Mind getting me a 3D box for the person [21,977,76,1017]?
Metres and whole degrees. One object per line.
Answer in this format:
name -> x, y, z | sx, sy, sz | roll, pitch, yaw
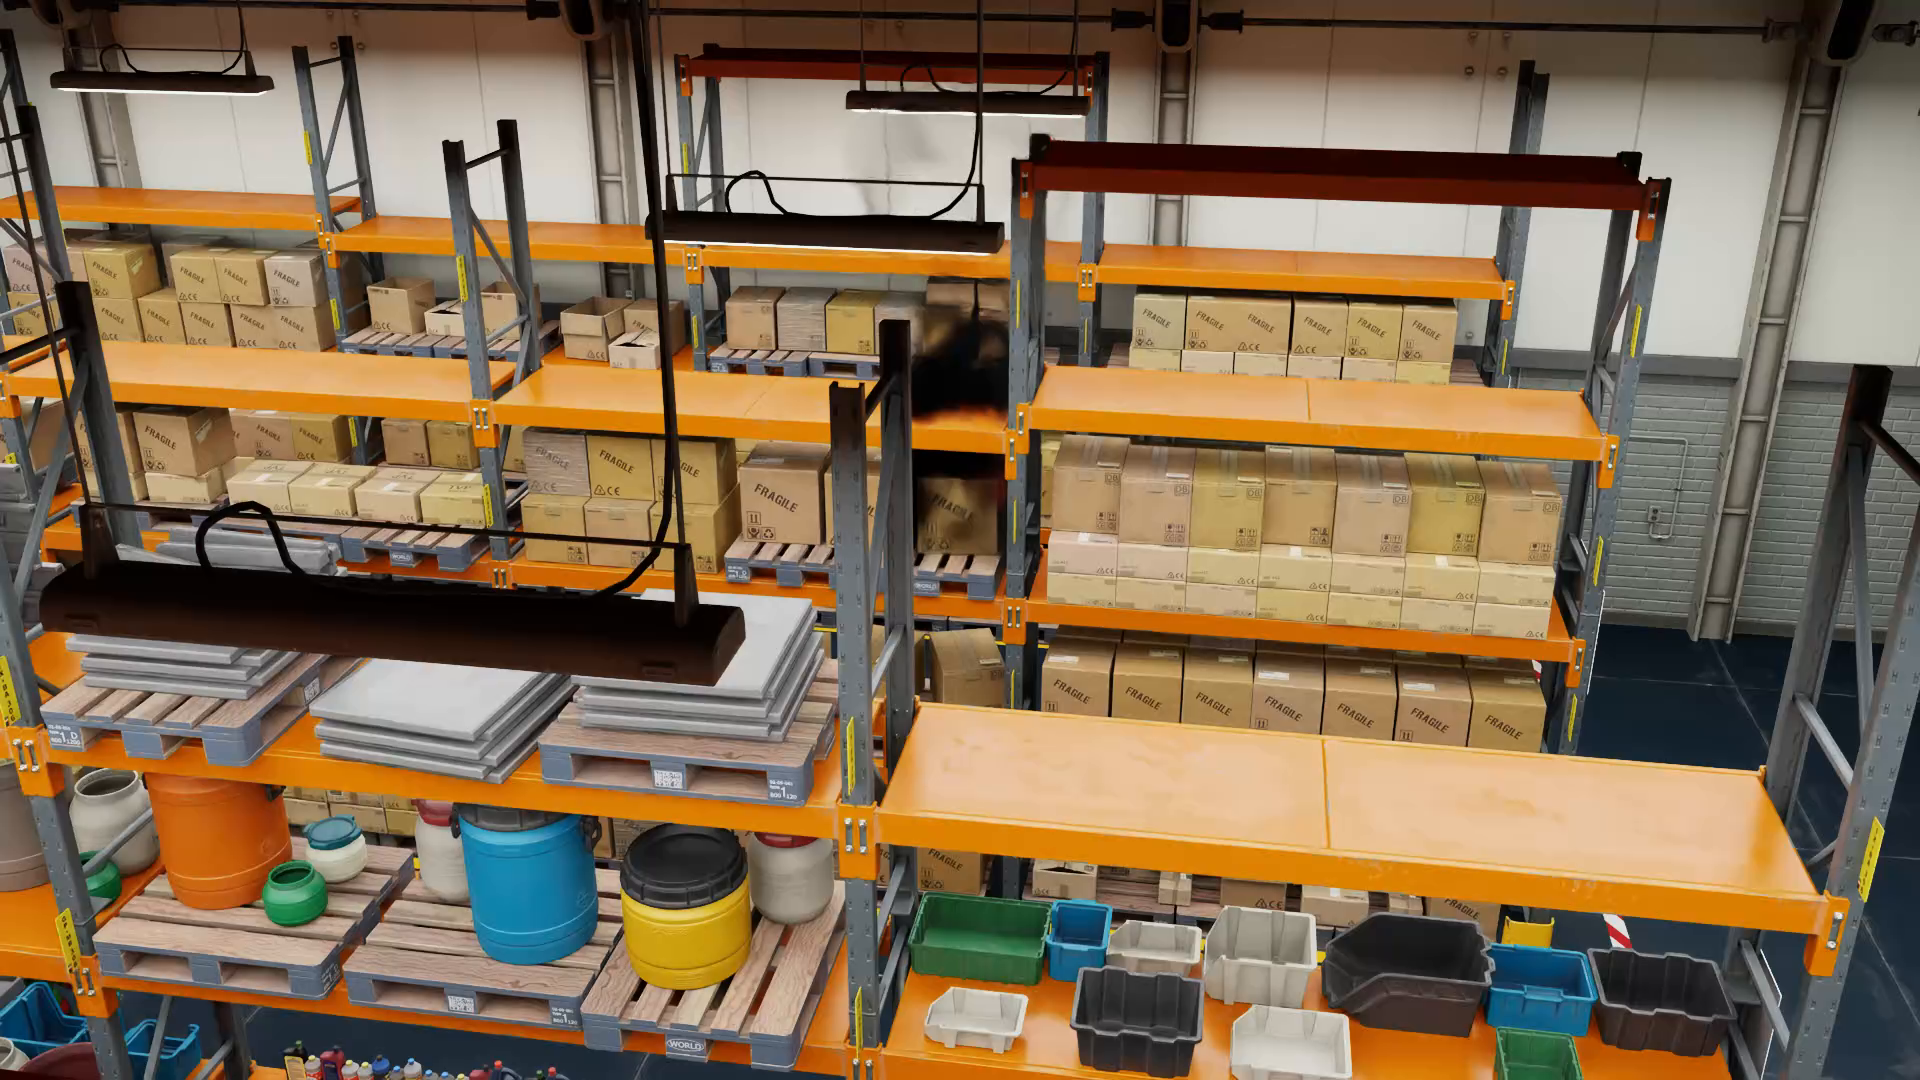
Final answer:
person -> -6.315, 2.785, 11.576 | 0.599, 1.745, 0.643 | 3, 23, 7
